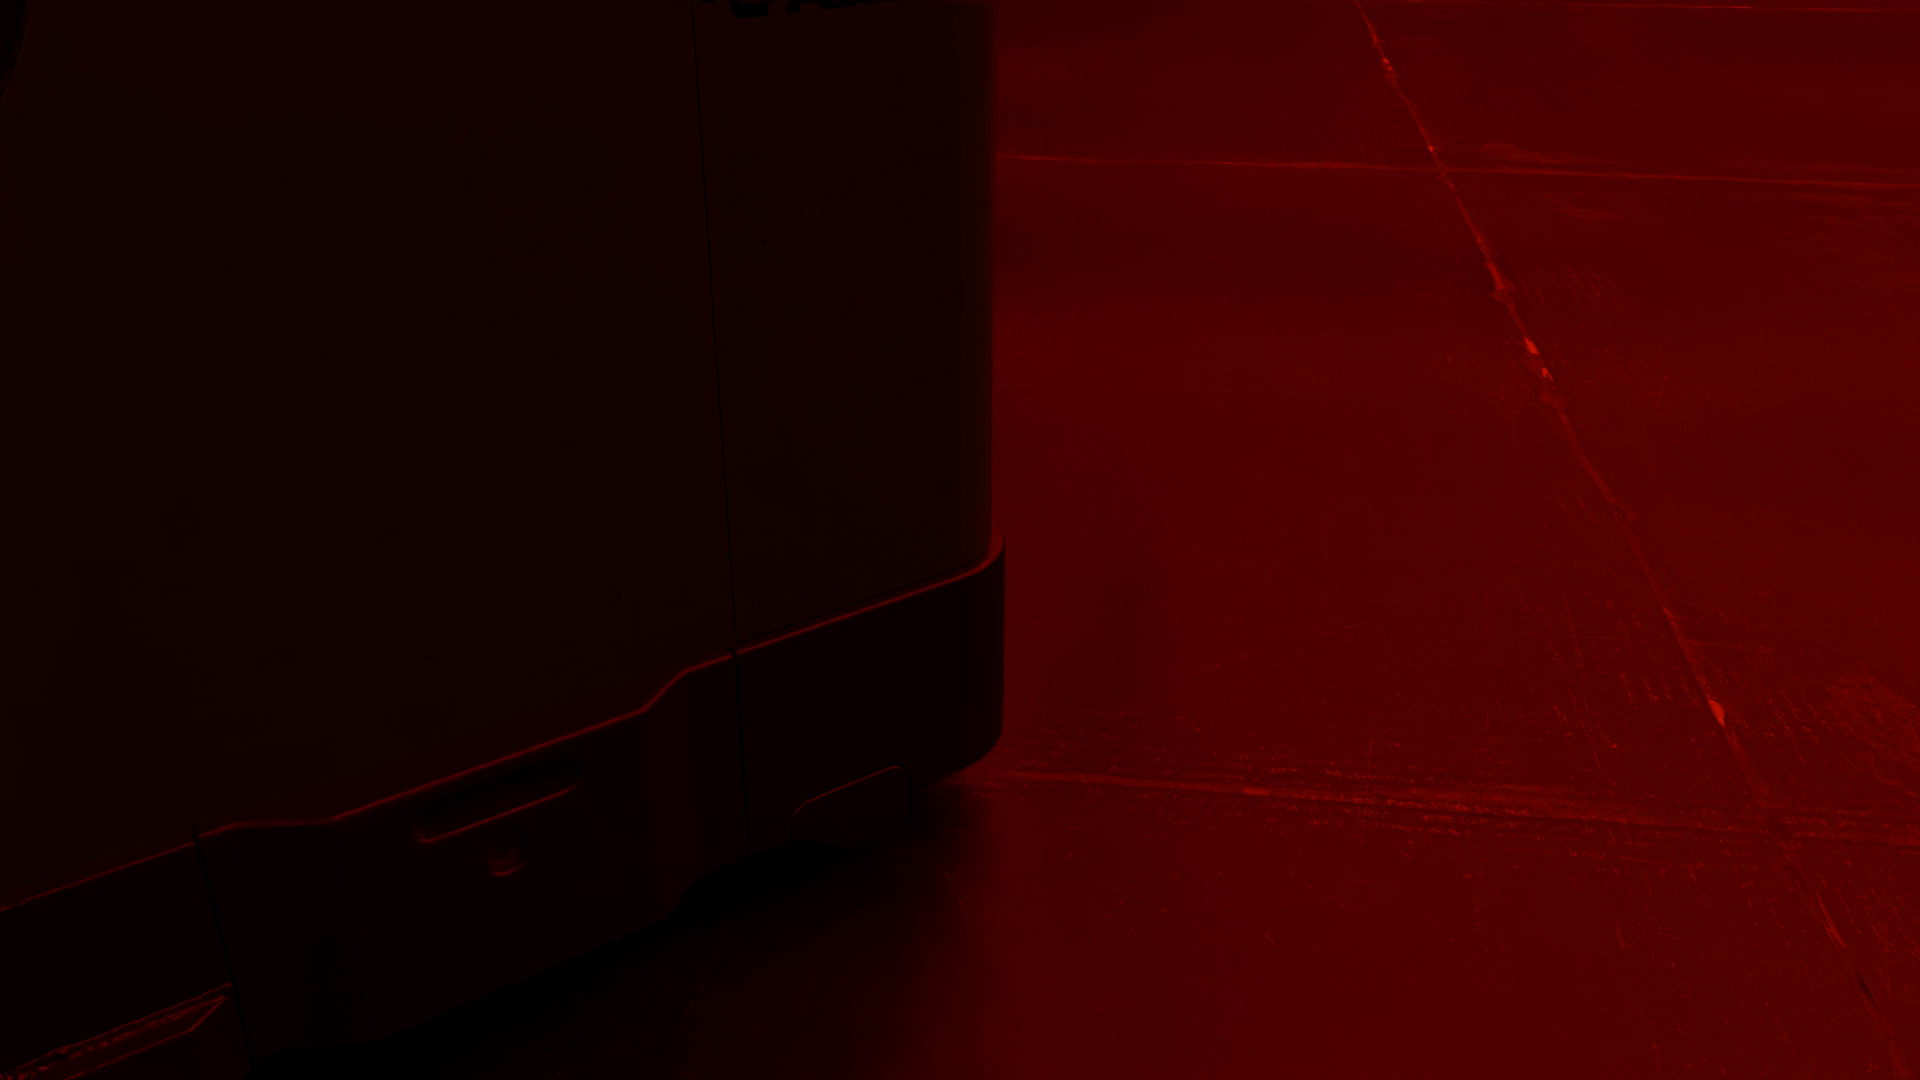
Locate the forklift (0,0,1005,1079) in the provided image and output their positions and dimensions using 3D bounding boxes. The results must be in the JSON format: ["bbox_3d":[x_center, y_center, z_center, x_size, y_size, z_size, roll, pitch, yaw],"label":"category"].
[{"bbox_3d":[-1.441,-0.813,0.847,3.031,2.935,1.130,-18,32,-32],"label":"forklift"}]
